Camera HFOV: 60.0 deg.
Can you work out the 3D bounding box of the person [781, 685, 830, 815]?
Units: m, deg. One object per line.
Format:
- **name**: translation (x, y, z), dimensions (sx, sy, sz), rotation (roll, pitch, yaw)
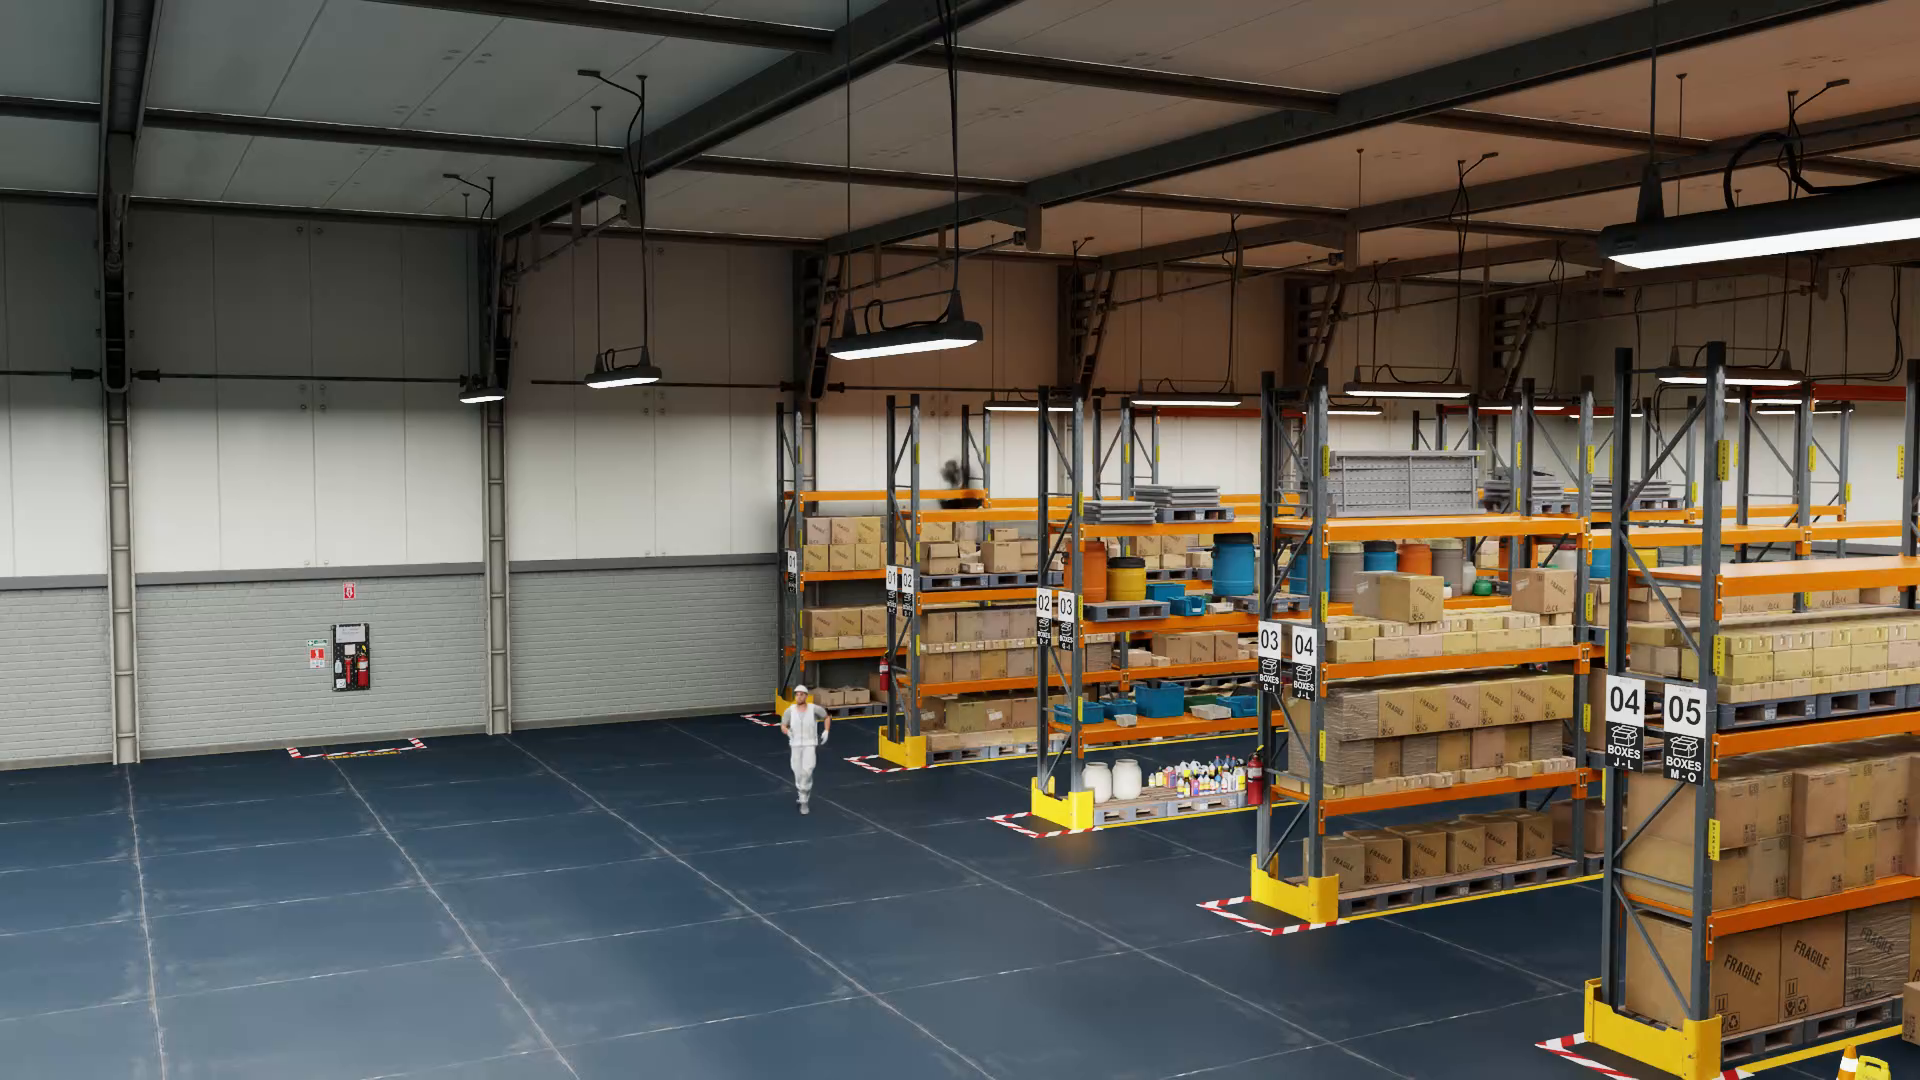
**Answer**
- **person**: translation (-2.209, 2.958, 23.566), dimensions (0.670, 1.812, 0.755), rotation (0, 3, 6)
